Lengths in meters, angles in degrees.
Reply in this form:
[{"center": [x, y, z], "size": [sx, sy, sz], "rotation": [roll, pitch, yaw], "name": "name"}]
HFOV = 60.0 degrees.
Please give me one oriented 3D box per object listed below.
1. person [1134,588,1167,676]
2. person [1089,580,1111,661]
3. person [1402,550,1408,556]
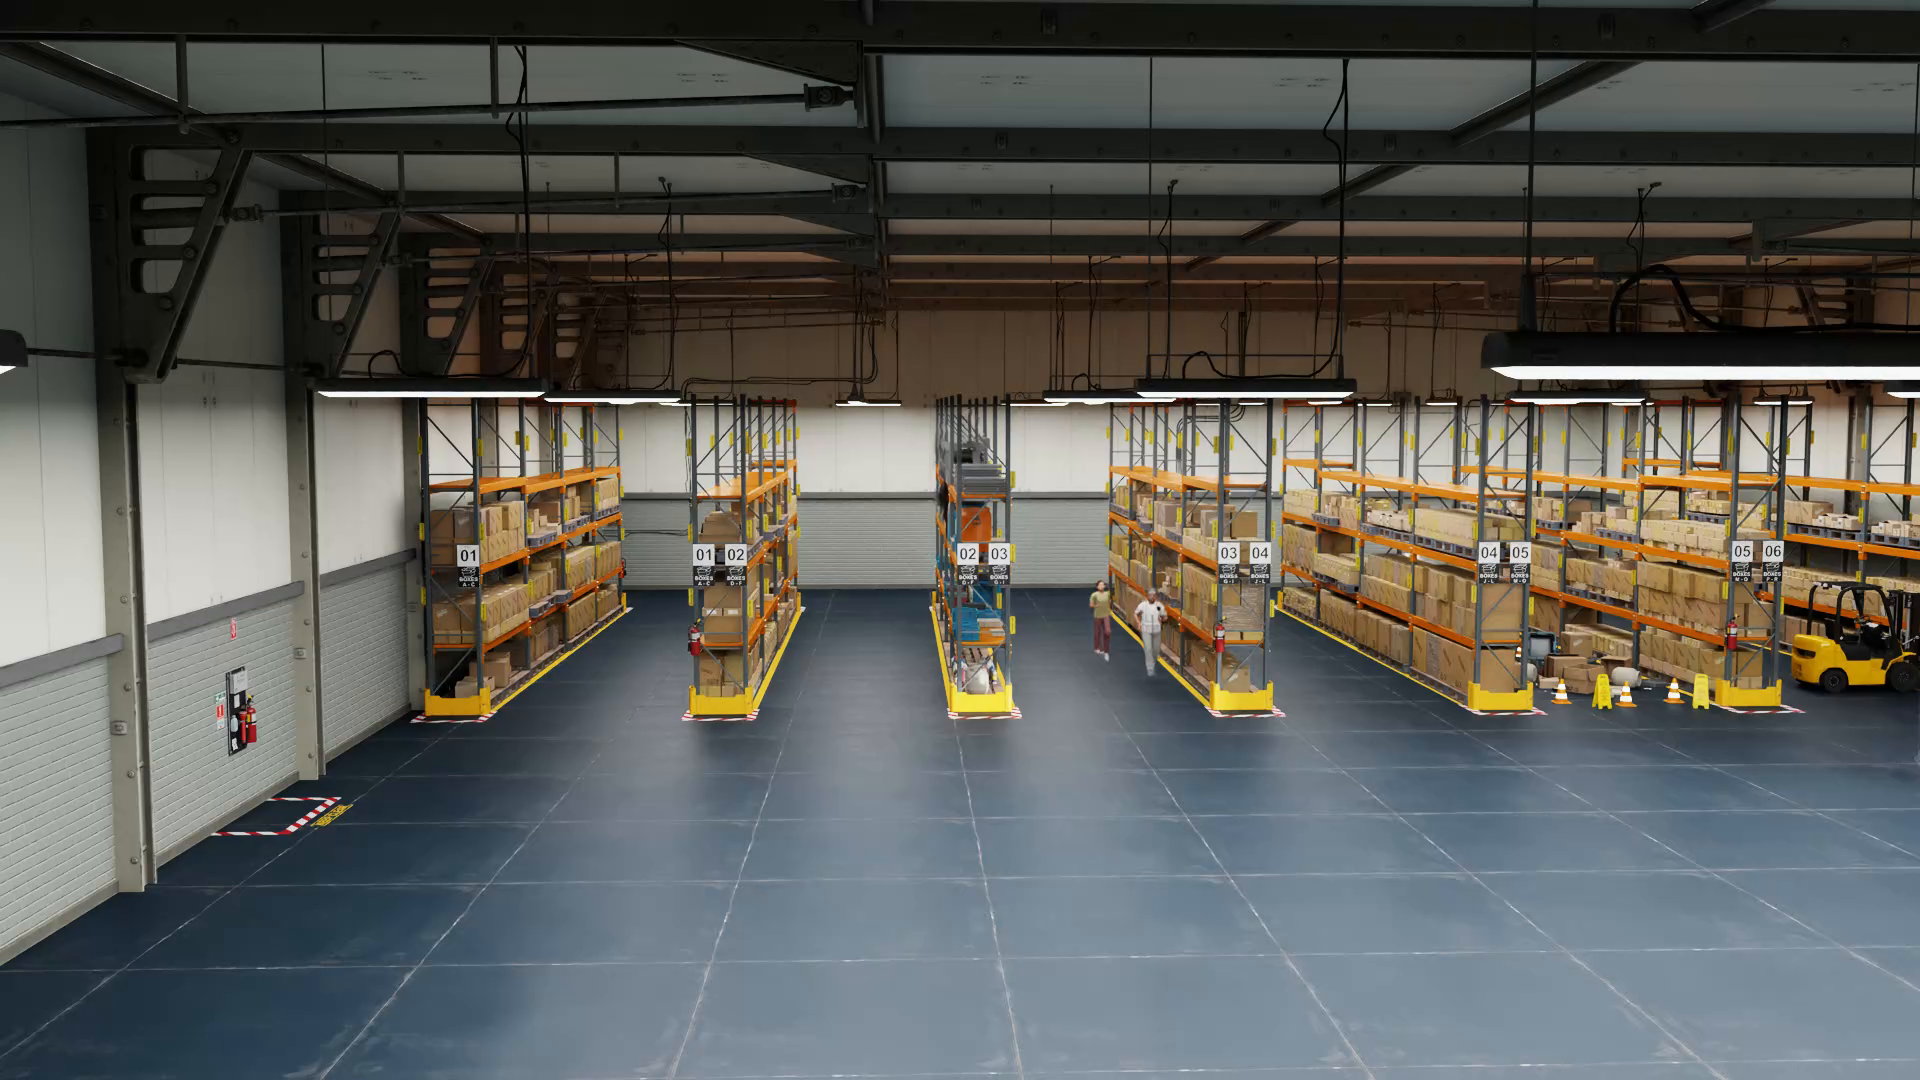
[{"center": [3.926, 1.883, 34.099], "size": [0.676, 1.807, 0.846], "rotation": [0, 5, -5], "name": "person"}, {"center": [3.101, 1.751, 36.507], "size": [0.556, 1.763, 0.690], "rotation": [-1, 5, -12], "name": "person"}, {"center": [13.135, 0.978, 49.271], "size": [0.795, 1.734, 0.718], "rotation": [0, 4, -1], "name": "person"}]
